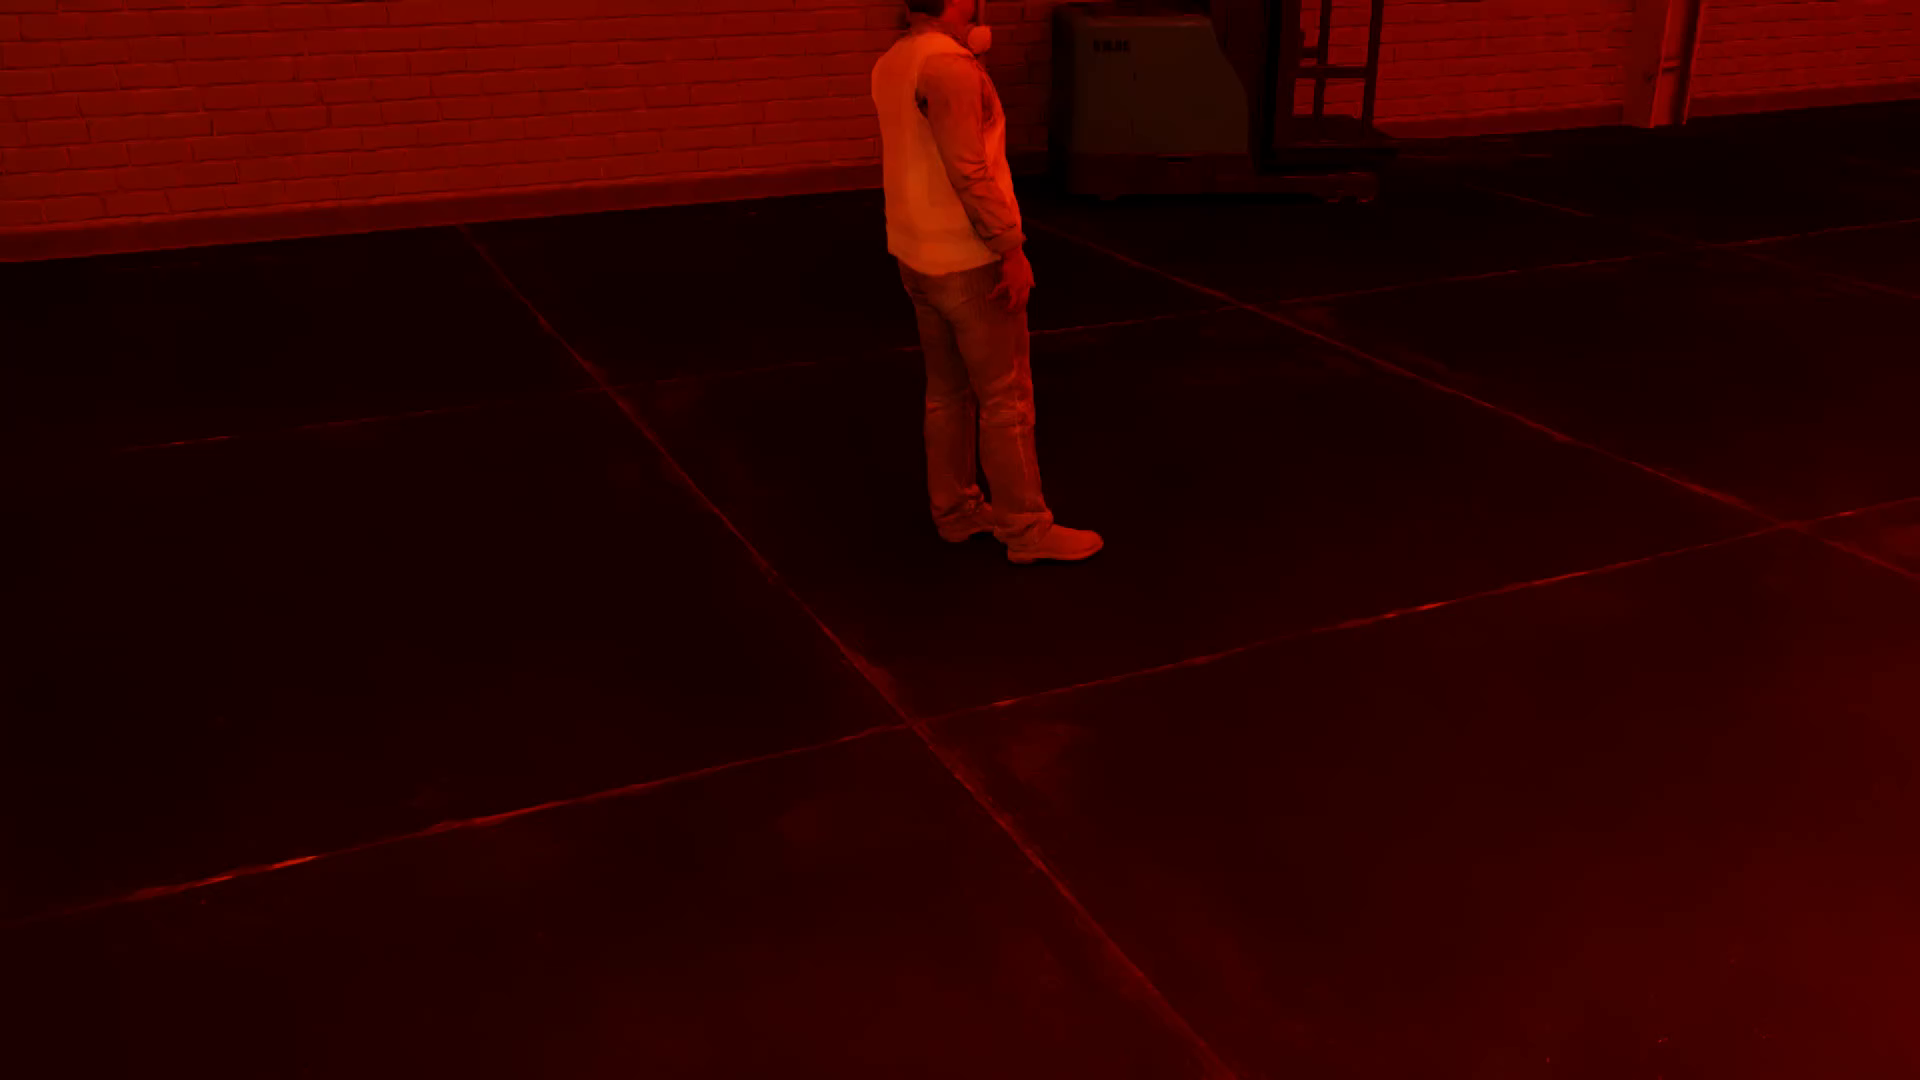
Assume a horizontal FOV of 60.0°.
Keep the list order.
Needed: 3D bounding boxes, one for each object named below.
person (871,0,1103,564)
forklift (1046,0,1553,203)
[{"bbox_3d":[0.060,-0.833,4.781,0.567,1.773,0.632,-10,25,-23],"label":"person"},{"bbox_3d":[2.103,-3.580,9.904,3.031,2.935,1.130,-2,23,-5],"label":"forklift"}]
